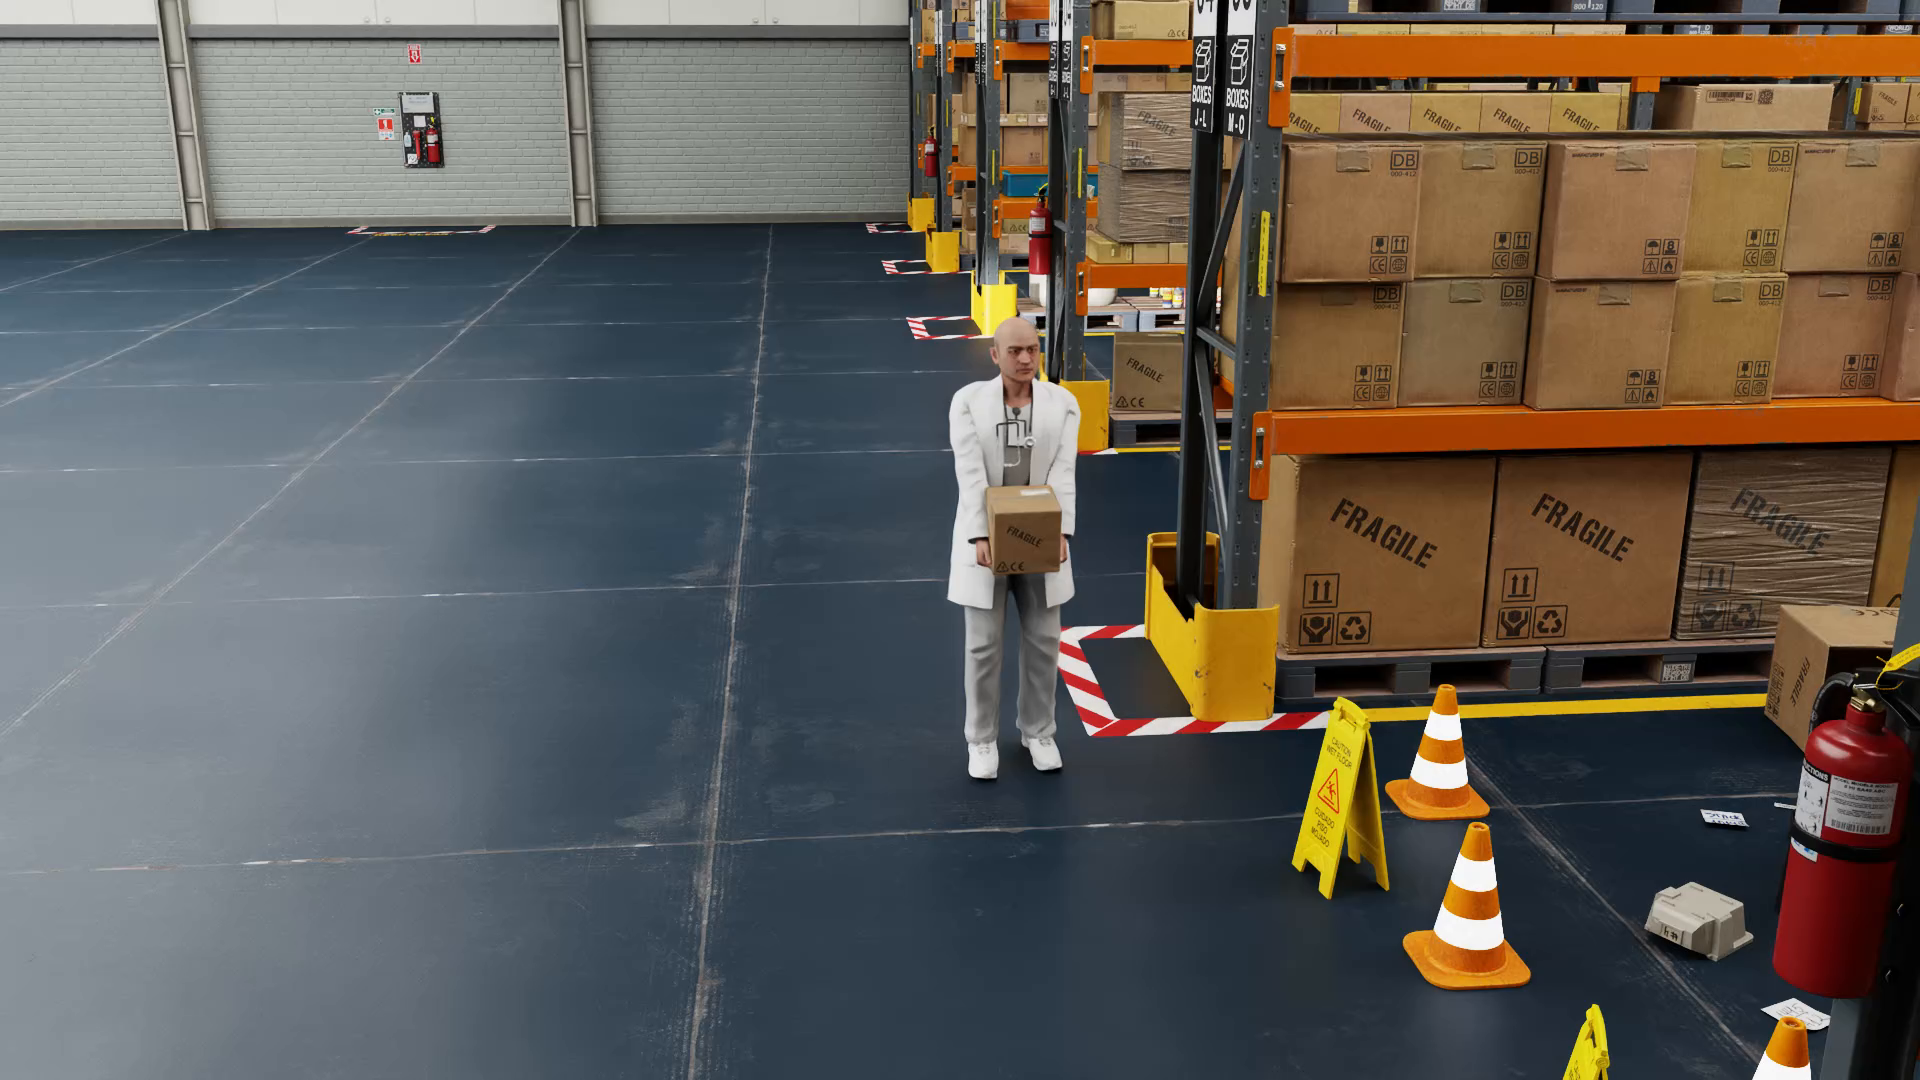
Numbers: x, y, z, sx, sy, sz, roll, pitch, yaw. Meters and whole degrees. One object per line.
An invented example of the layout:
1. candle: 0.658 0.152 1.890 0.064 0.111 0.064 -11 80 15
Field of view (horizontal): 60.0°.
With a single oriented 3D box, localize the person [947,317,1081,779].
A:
1. person: 0.217 0.050 6.403 0.523 1.780 0.551 -2 17 -7
